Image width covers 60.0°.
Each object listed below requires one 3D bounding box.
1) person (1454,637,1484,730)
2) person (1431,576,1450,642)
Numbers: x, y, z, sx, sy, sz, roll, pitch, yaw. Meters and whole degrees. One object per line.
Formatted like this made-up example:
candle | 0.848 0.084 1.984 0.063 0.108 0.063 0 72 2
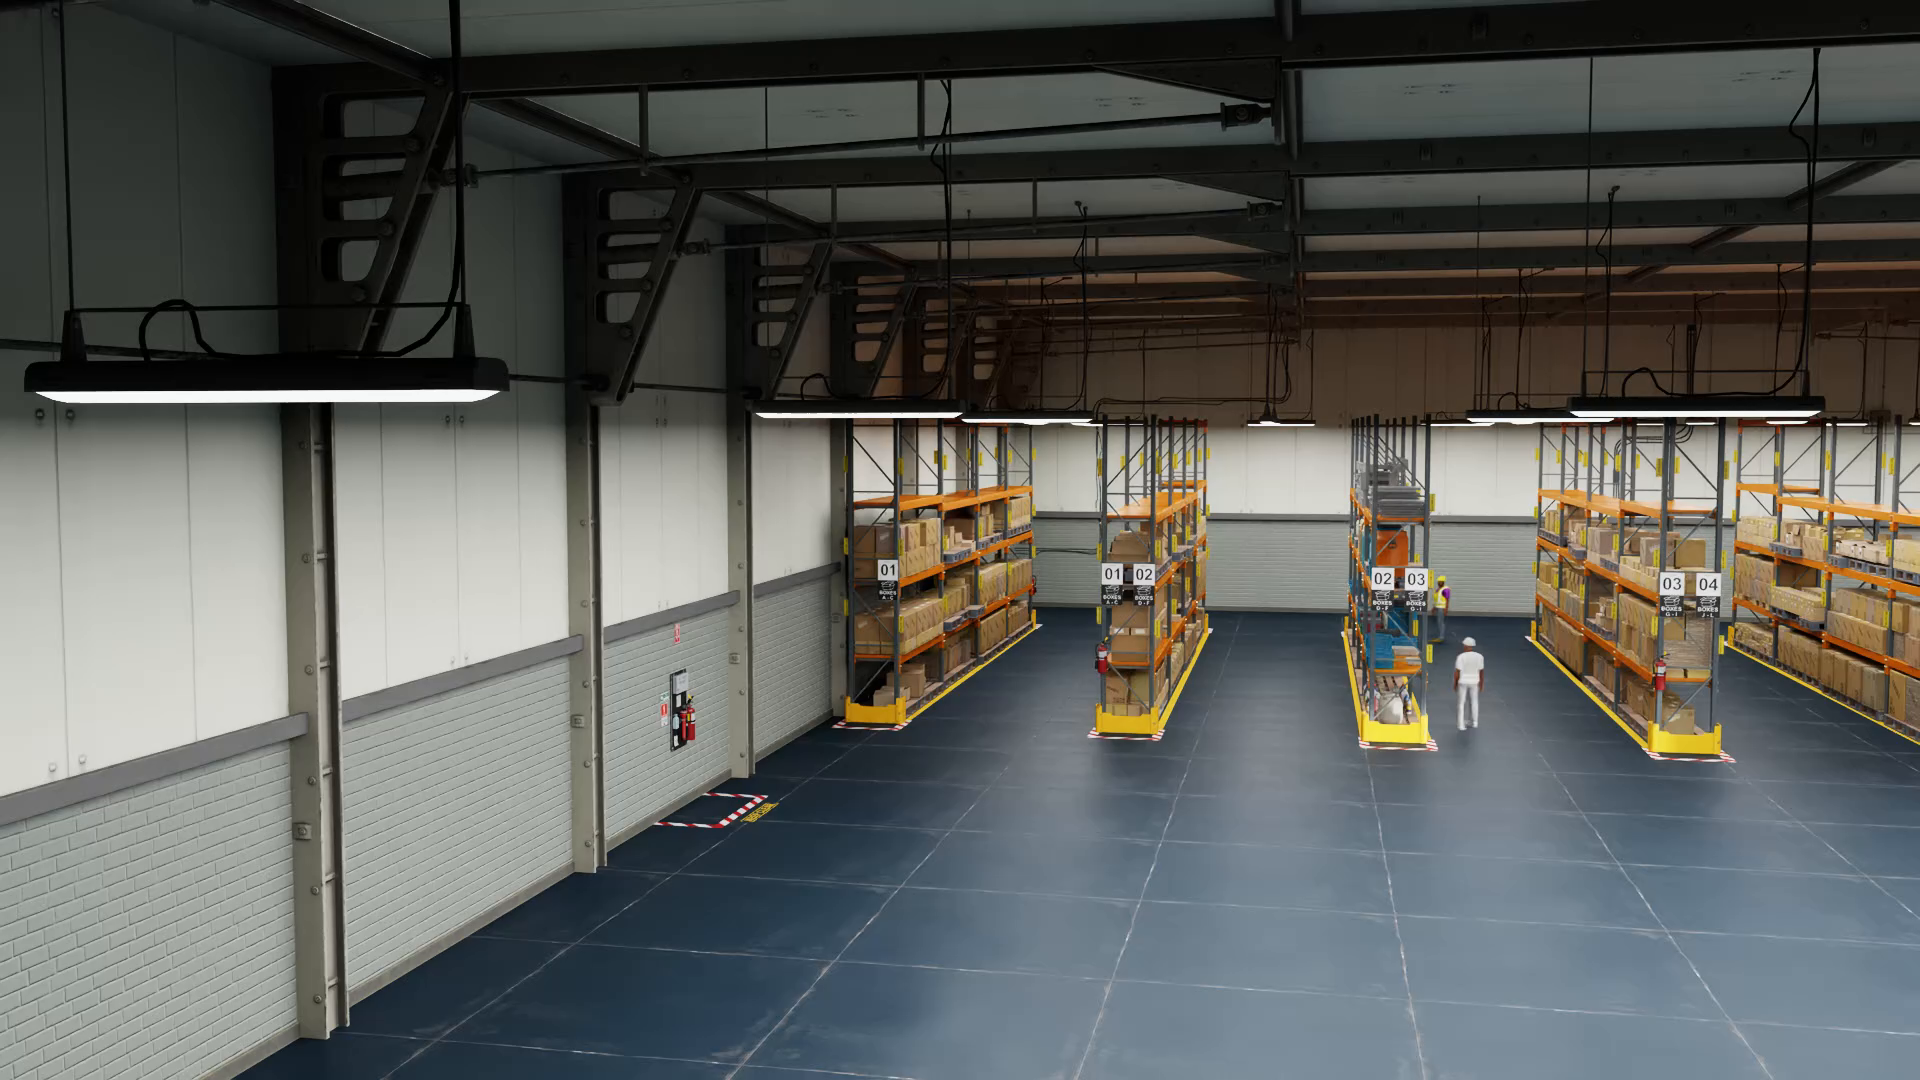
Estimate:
person | 9.737 2.726 31.822 0.551 1.759 0.621 1 4 14
person | 12.944 1.853 44.883 0.460 1.768 0.599 0 4 0
